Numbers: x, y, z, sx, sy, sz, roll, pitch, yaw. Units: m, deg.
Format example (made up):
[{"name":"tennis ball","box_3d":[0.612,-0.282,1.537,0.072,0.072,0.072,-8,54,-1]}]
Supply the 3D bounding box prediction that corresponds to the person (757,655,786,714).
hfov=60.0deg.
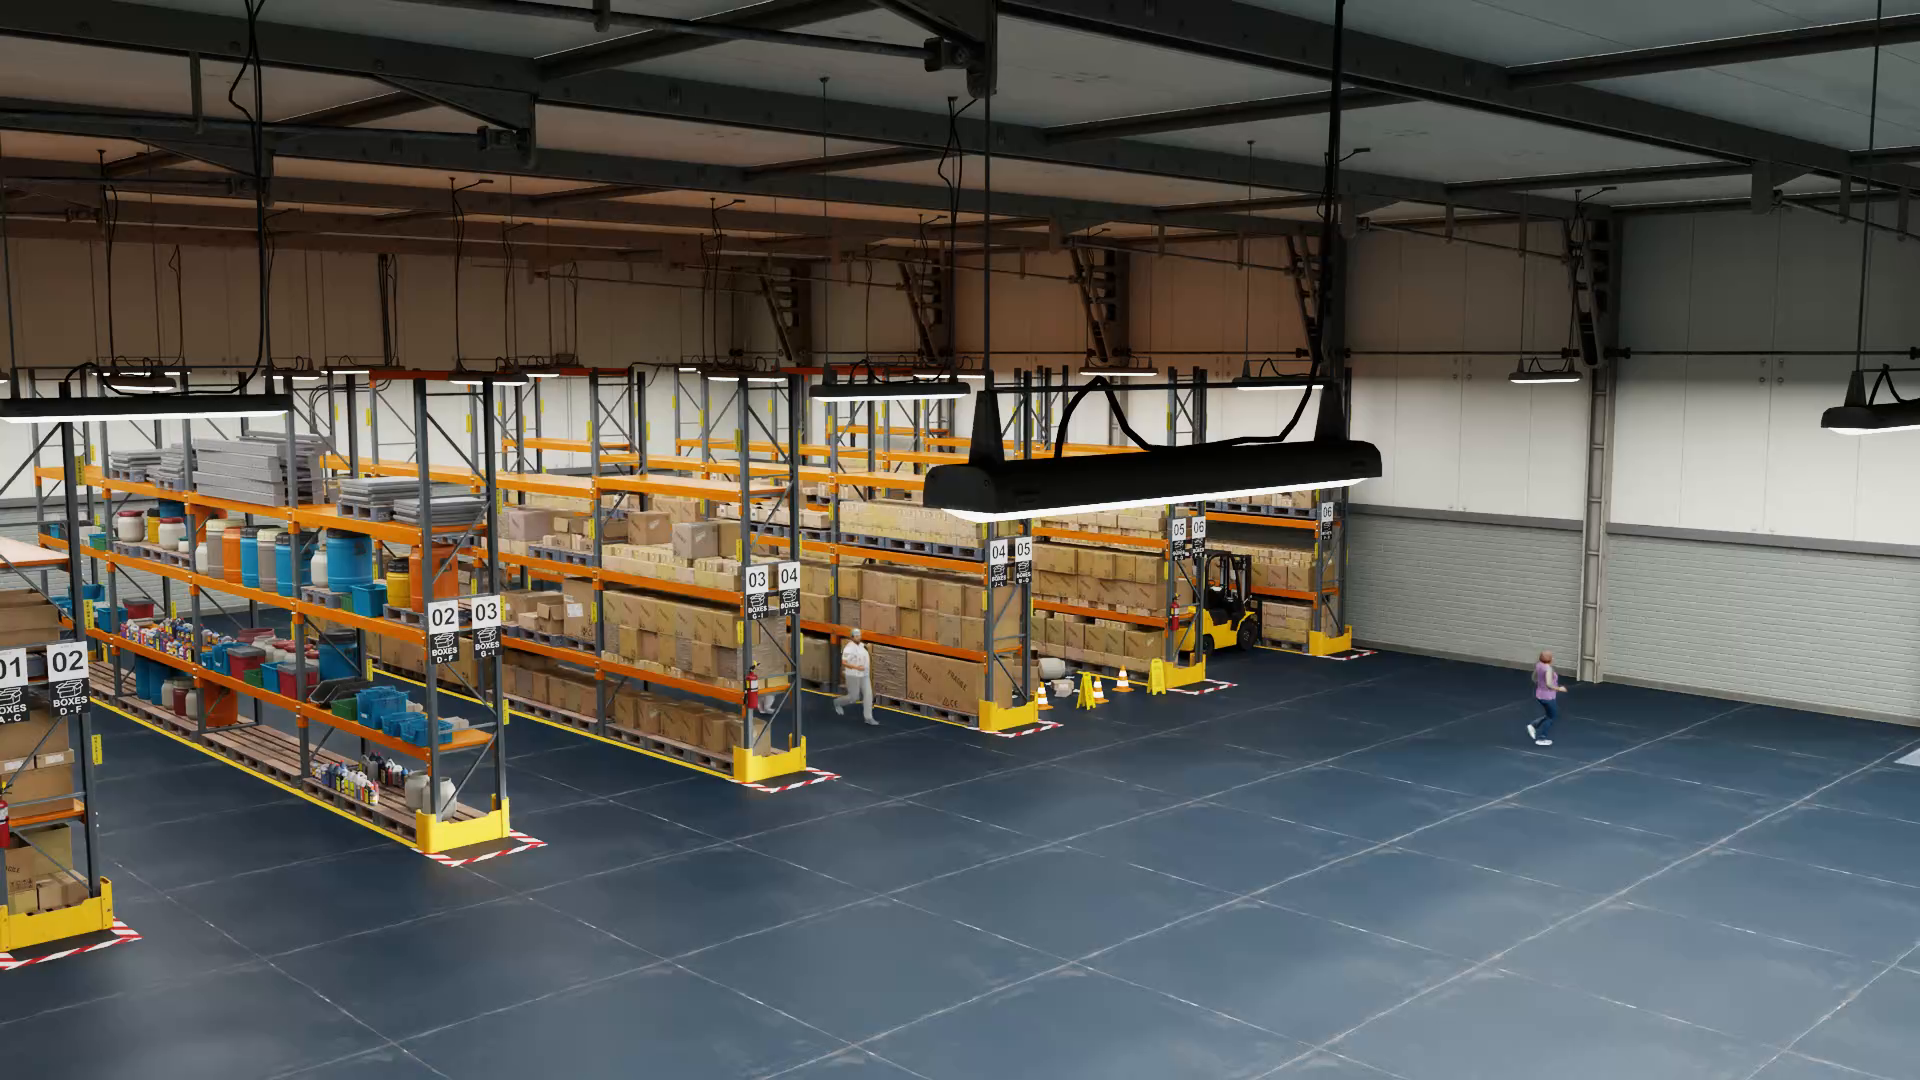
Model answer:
[{"name":"person","box_3d":[-3.326,2.199,29.071,0.624,1.737,0.713,5,8,35]}]

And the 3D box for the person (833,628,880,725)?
[{"name":"person","box_3d":[-1.747,2.317,28.395,0.932,1.633,0.621,5,8,40]}]

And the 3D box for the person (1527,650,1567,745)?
[{"name":"person","box_3d":[9.468,2.536,26.811,0.551,1.553,0.530,0,6,-3]}]
